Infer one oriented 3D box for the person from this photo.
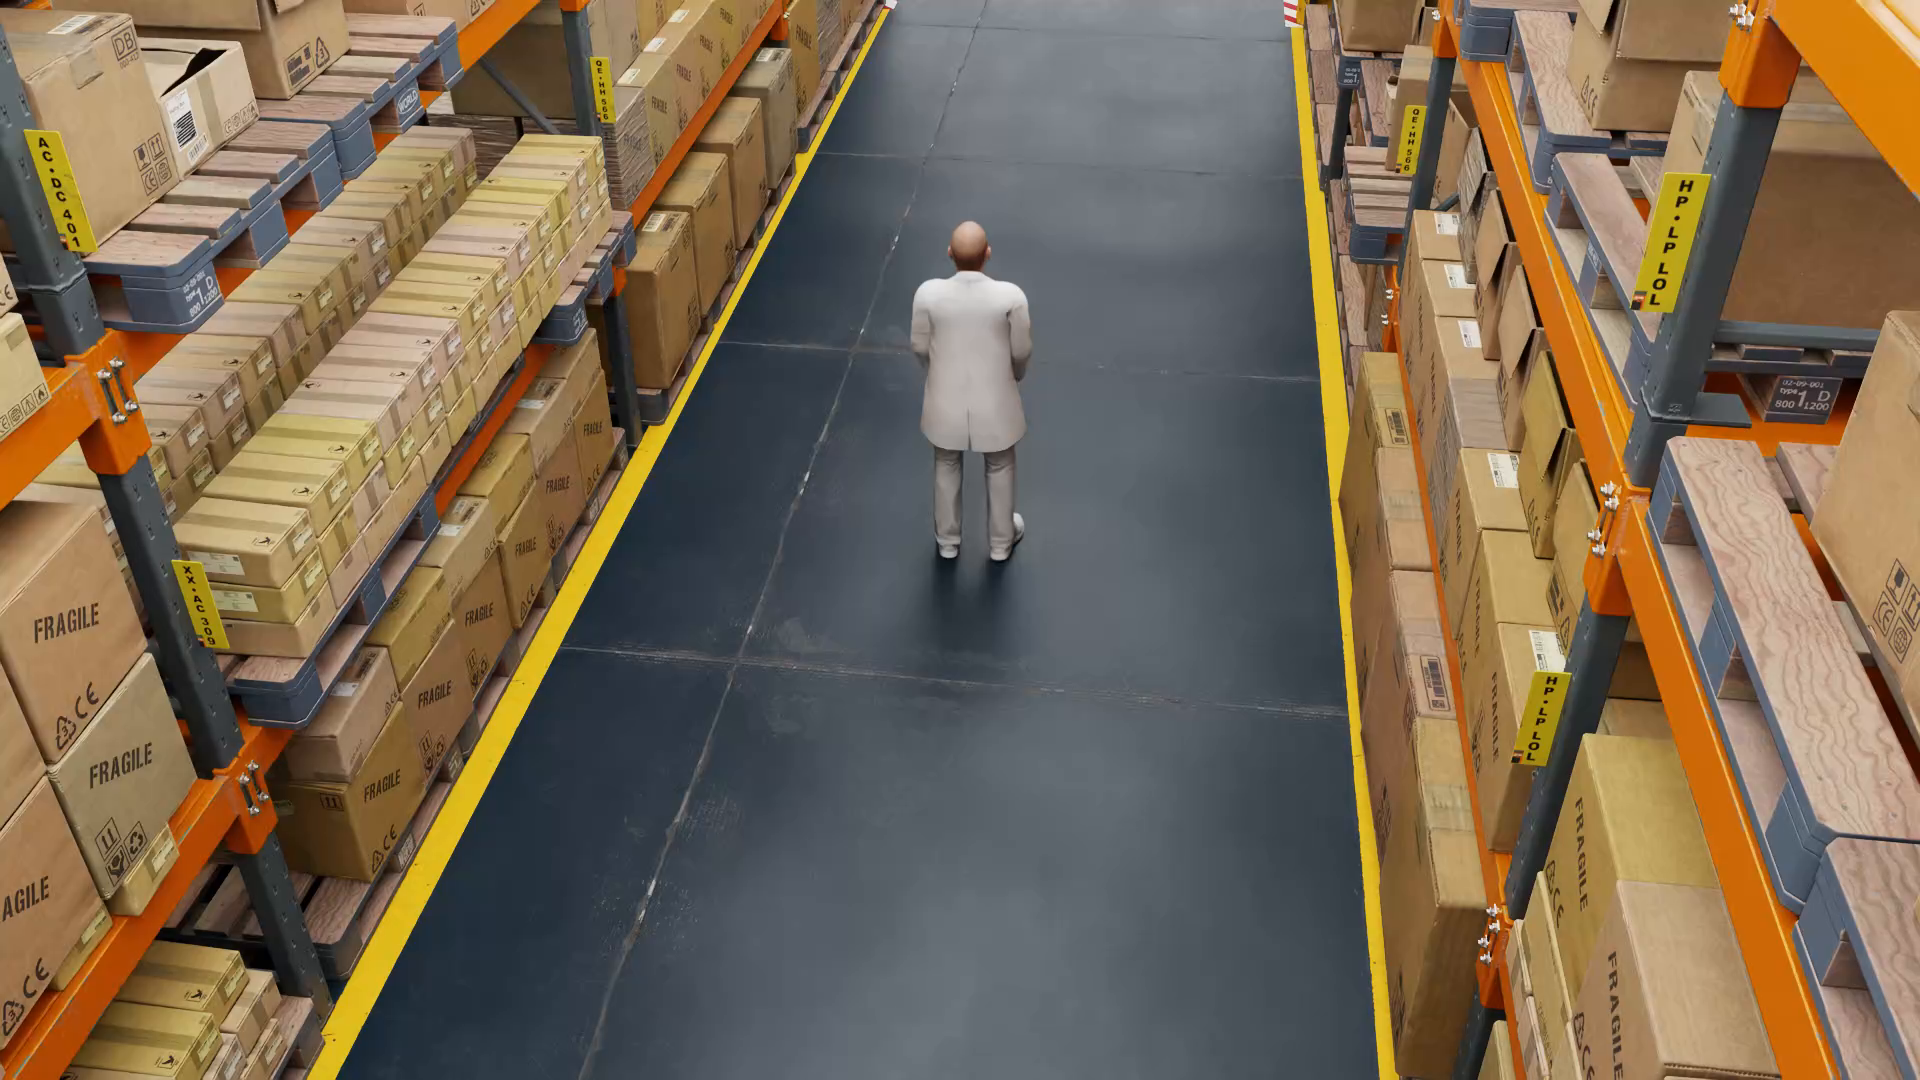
[{"bbox_3d":[0.052,-0.708,8.041,0.645,1.774,0.419,4,36,6],"label":"person"}]
